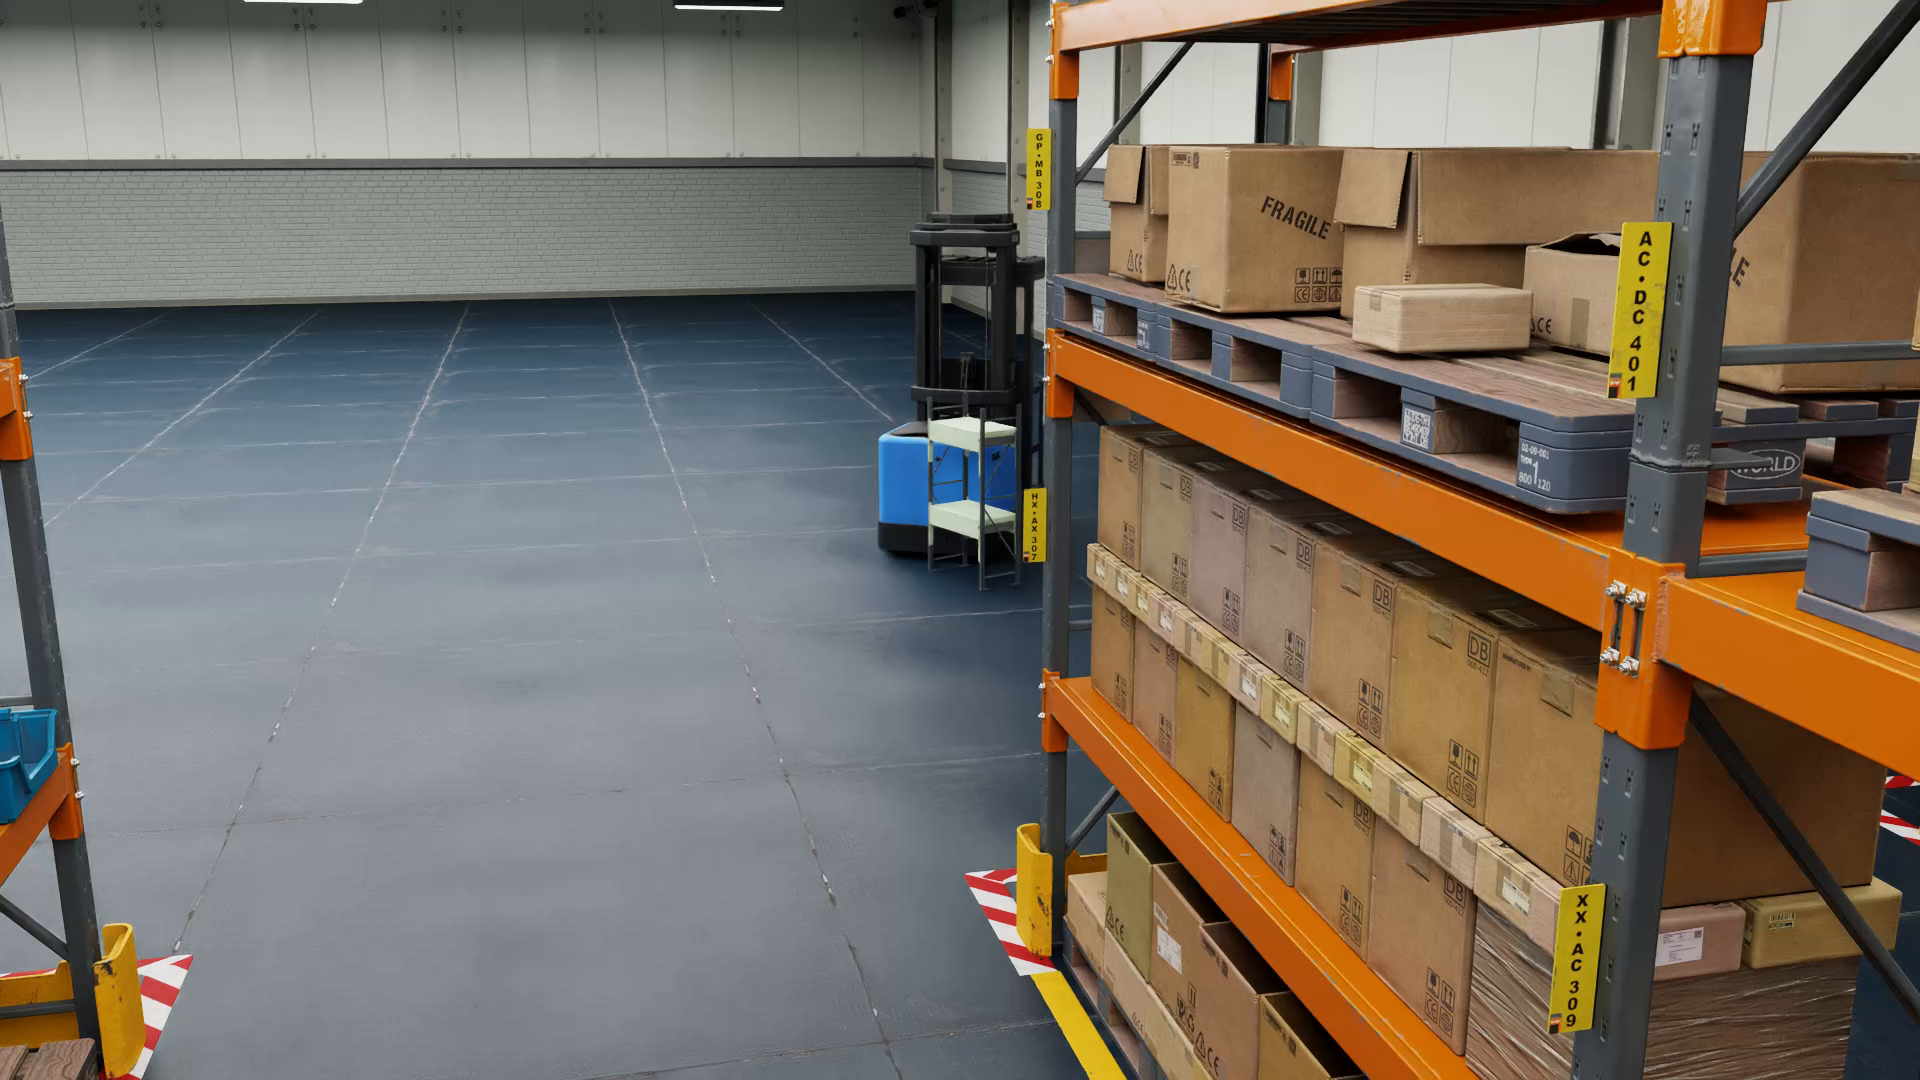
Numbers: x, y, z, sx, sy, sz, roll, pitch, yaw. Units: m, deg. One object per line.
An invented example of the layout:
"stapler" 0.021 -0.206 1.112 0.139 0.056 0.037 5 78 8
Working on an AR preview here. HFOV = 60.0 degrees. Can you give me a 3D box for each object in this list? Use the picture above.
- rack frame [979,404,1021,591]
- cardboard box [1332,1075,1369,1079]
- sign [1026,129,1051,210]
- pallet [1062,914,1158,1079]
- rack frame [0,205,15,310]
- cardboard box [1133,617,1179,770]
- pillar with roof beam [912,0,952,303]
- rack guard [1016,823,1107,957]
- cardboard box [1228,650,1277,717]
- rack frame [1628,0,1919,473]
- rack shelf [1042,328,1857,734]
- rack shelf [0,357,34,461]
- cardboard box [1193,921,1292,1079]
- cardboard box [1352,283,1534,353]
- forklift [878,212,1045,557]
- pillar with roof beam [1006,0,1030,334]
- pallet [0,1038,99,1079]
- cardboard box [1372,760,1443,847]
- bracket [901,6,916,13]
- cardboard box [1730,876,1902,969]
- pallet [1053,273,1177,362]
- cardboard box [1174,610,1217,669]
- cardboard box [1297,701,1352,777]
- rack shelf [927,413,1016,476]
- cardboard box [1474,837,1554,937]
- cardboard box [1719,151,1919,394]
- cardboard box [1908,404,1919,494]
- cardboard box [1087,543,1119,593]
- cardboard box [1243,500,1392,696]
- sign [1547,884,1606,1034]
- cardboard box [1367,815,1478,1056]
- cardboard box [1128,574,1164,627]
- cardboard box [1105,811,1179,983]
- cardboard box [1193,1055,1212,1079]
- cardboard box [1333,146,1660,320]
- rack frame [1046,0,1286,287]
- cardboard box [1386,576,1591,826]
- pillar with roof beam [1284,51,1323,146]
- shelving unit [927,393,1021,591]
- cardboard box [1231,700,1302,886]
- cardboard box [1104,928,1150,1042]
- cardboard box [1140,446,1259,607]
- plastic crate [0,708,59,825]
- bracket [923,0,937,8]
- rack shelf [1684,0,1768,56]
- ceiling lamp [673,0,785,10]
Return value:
"rack frame" 0.327 -0.342 13.489 0.400 1.500 0.023 -10 17 -35
"cardboard box" 1.377 1.846 4.704 0.500 0.500 0.500 -3 14 -13
"sign" 0.324 -1.524 6.840 0.100 0.325 0.005 -3 14 -13
"pallet" 1.085 1.895 7.049 1.003 0.211 1.213 -3 14 -13
"rack frame" -3.951 -2.273 5.592 1.000 3.000 0.127 -3 14 -13
"cardboard box" 1.090 0.547 6.480 0.700 0.500 0.500 -3 14 -12
"pillar with roof beam" -4.546 -9.393 34.734 9.100 9.000 0.548 -3 14 -13
"rack guard" 0.859 1.575 7.750 1.175 0.500 0.348 -3 14 -13
"cardboard box" 1.108 0.460 5.470 0.380 0.149 0.250 -3 14 -13
"rack frame" 1.804 -1.625 2.941 1.000 3.000 0.127 -3 14 -13
"rack shelf" 1.334 -0.280 5.271 1.077 0.370 4.000 -3 14 -13
"rack shelf" -3.481 -0.005 4.145 1.077 0.370 4.000 -3 14 -13
"cardboard box" 1.124 1.616 5.644 0.500 0.500 0.500 -3 14 -13
"cardboard box" 1.255 -0.581 4.337 0.380 0.149 0.250 -3 14 -13
"forklift" 0.220 -1.582 15.549 1.130 2.935 3.031 4 14 18
"pillar with roof beam" -3.137 -8.008 29.068 9.100 9.000 0.400 -3 14 -13
"pallet" -3.702 2.199 5.805 1.003 0.211 1.213 -3 14 -13
"cardboard box" 1.349 0.697 4.501 0.380 0.149 0.250 -3 14 -13
"bracket" -1.222 -11.867 37.280 0.076 0.066 3.189 -3 14 -13
"cardboard box" 1.929 0.853 3.862 0.380 0.149 0.250 -3 14 -13
"pallet" 1.006 -0.883 6.411 1.003 0.211 1.213 -3 14 -13
"cardboard box" 0.991 0.343 5.947 0.380 0.149 0.250 -4 14 -15
"cardboard box" 1.235 0.582 4.972 0.380 0.149 0.250 -3 14 -12
"rack shelf" 0.113 -0.791 13.685 0.431 0.370 0.720 -10 17 -35
"cardboard box" 1.476 0.817 4.006 0.380 0.149 0.250 -4 14 -14
"cardboard box" 1.942 -0.620 3.755 0.500 0.500 0.500 -2 14 -9
"cardboard box" 1.939 -0.157 2.681 0.500 0.250 0.500 -2 14 -7
"cardboard box" 0.747 0.105 6.922 0.380 0.149 0.250 -3 14 -14
"cardboard box" 1.340 0.161 5.327 0.700 0.500 0.500 -3 14 -13
"sign" 1.265 0.861 3.413 0.100 0.325 0.005 -3 14 -13
"cardboard box" 1.564 1.017 4.556 0.700 0.500 0.500 -3 14 -14
"cardboard box" 0.869 0.224 6.437 0.380 0.149 0.250 -3 14 -13
"cardboard box" 0.894 1.385 6.589 0.500 0.500 0.500 -3 14 -13
"cardboard box" 1.125 1.980 5.733 0.500 0.250 0.500 -3 14 -13
"cardboard box" 1.540 -0.877 4.802 0.797 0.503 0.637 -2 14 -7
"rack frame" 0.865 -2.548 6.718 1.000 3.000 0.127 -3 14 -13
"cardboard box" 1.574 0.392 4.382 0.700 0.500 0.500 -3 14 -13
"pillar with roof beam" -0.319 -5.240 17.737 9.100 9.000 0.400 -3 14 -13
"shelving unit" 0.113 -0.412 13.778 0.431 1.500 0.755 -10 17 -35
"cardboard box" 1.328 0.783 5.514 0.700 0.500 0.500 -3 14 -11
"cardboard box" 0.895 1.749 6.678 0.500 0.250 0.500 -3 14 -13
"cardboard box" 1.103 -0.071 6.275 0.700 0.500 0.500 -4 14 -15
"plastic crate" -3.543 0.813 5.917 0.499 0.251 0.616 -3 14 -13
"bracket" -0.609 -11.266 34.816 0.235 0.232 0.430 -3 14 -13
"rack shelf" 2.274 -0.620 1.186 1.077 0.370 4.000 -3 14 -13
"ceiling lamp" -4.276 -11.300 30.243 2.000 3.185 0.800 -3 14 -13
